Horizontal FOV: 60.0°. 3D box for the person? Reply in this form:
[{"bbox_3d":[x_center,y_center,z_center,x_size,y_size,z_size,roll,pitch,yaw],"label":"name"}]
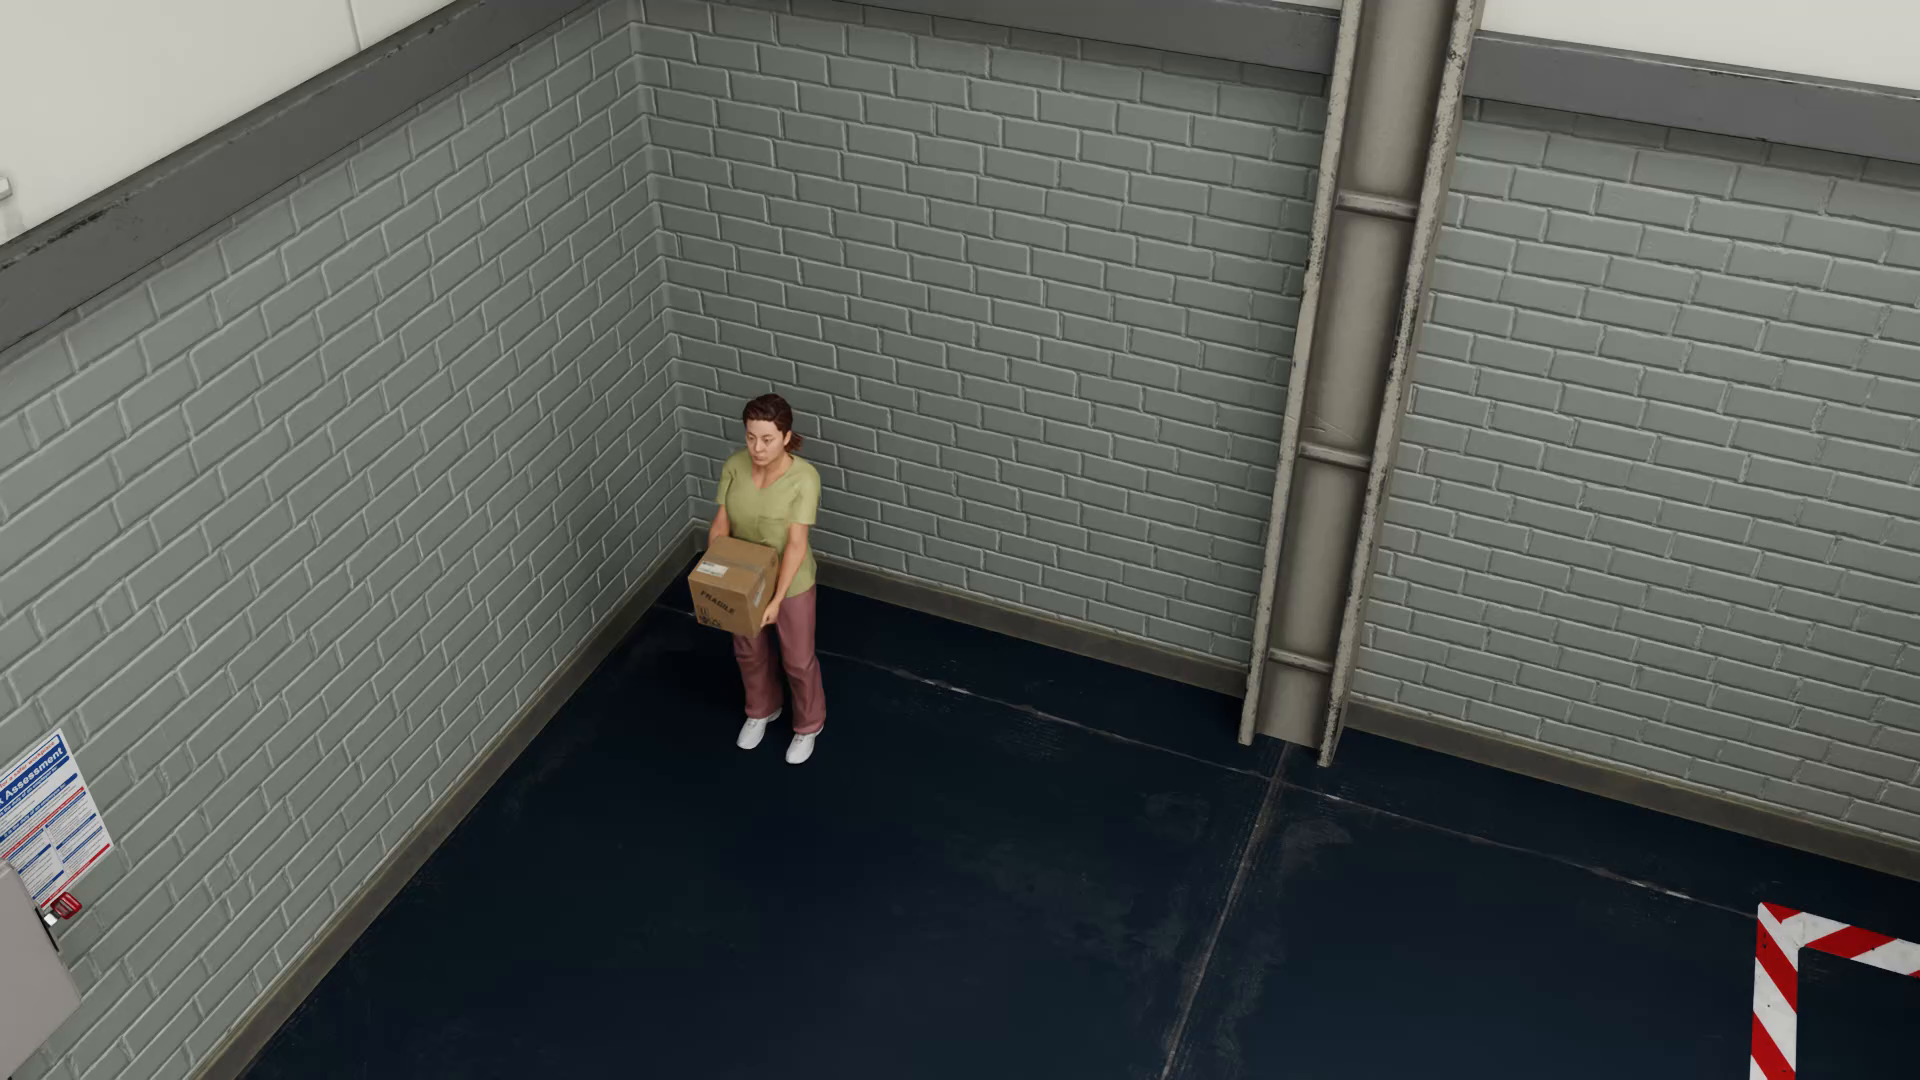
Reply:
[{"bbox_3d":[-0.767,0.204,6.565,0.420,1.668,0.538,14,40,18],"label":"person"}]
